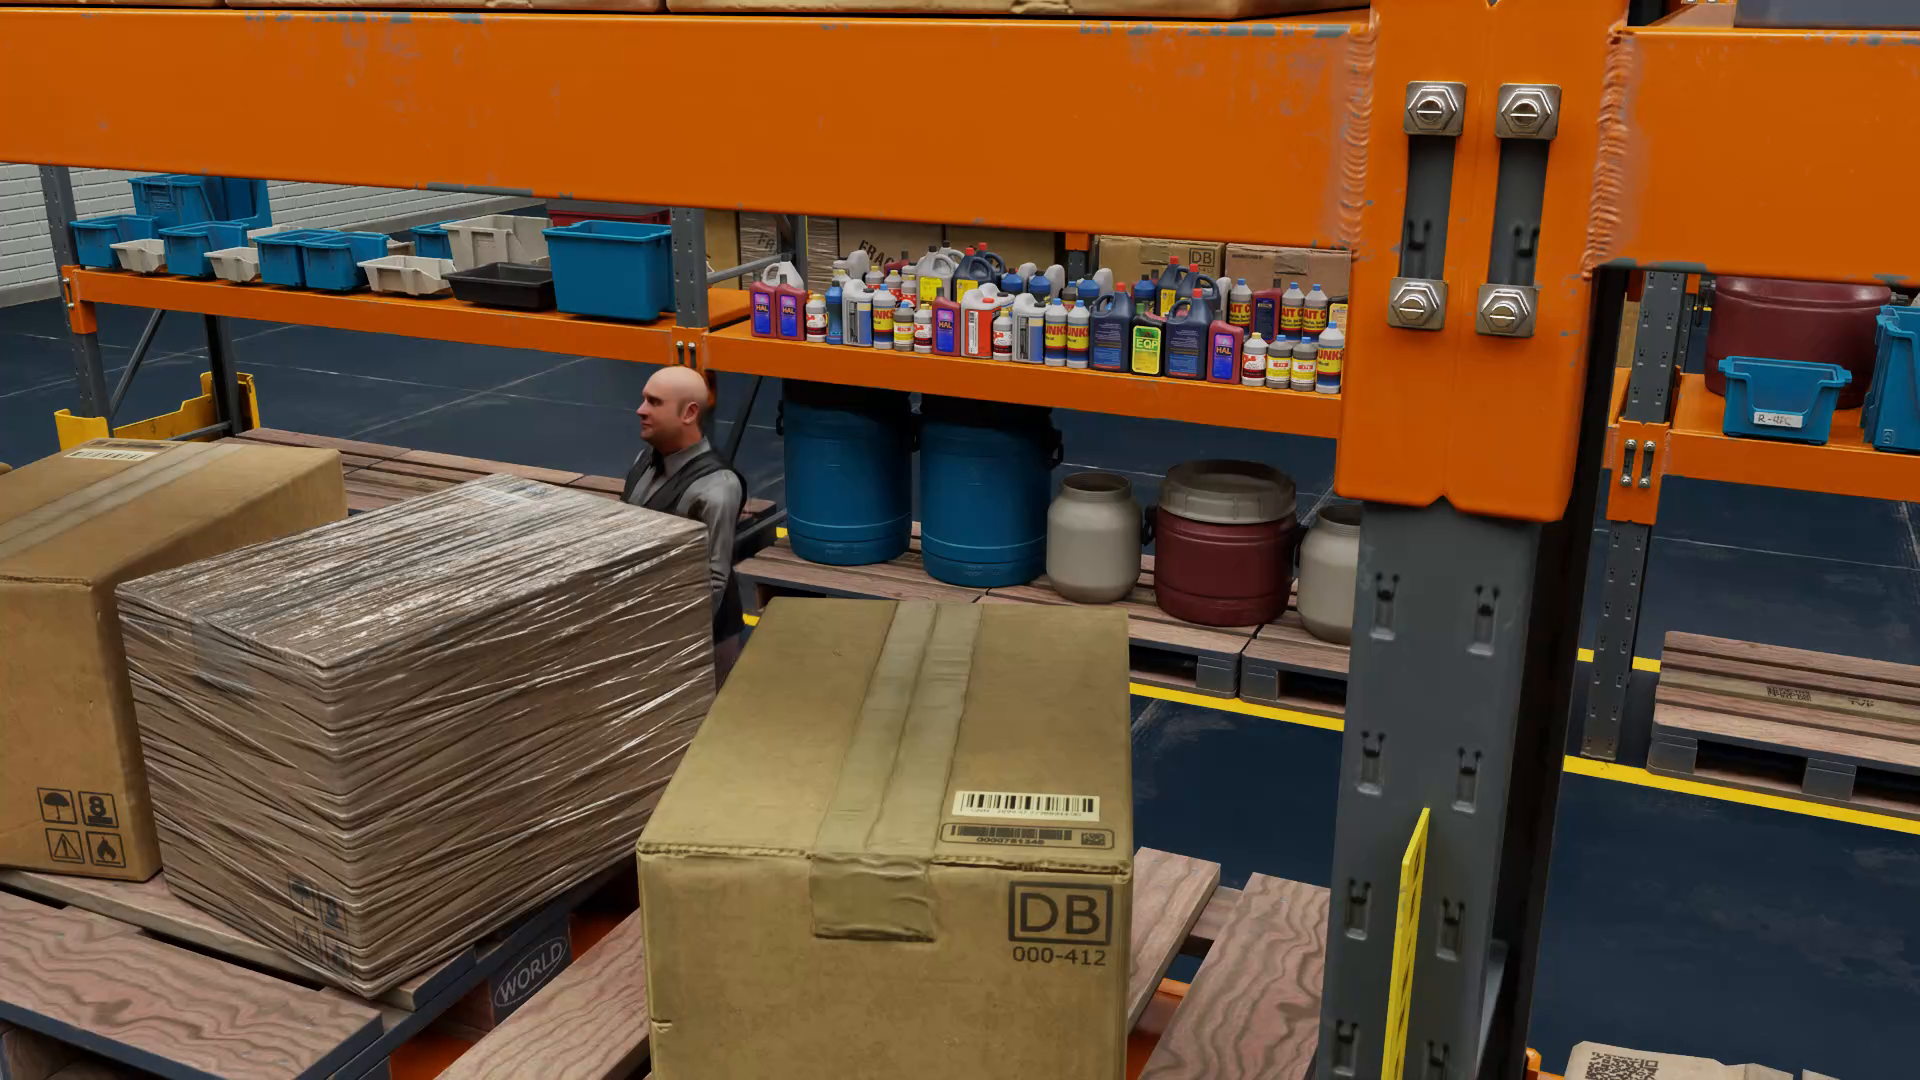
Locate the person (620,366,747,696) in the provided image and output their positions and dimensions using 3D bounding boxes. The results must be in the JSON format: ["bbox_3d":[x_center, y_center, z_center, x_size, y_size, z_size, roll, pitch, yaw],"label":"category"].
[{"bbox_3d":[-0.936,0.324,5.149,0.567,1.724,0.582,-15,24,-38],"label":"person"}]
